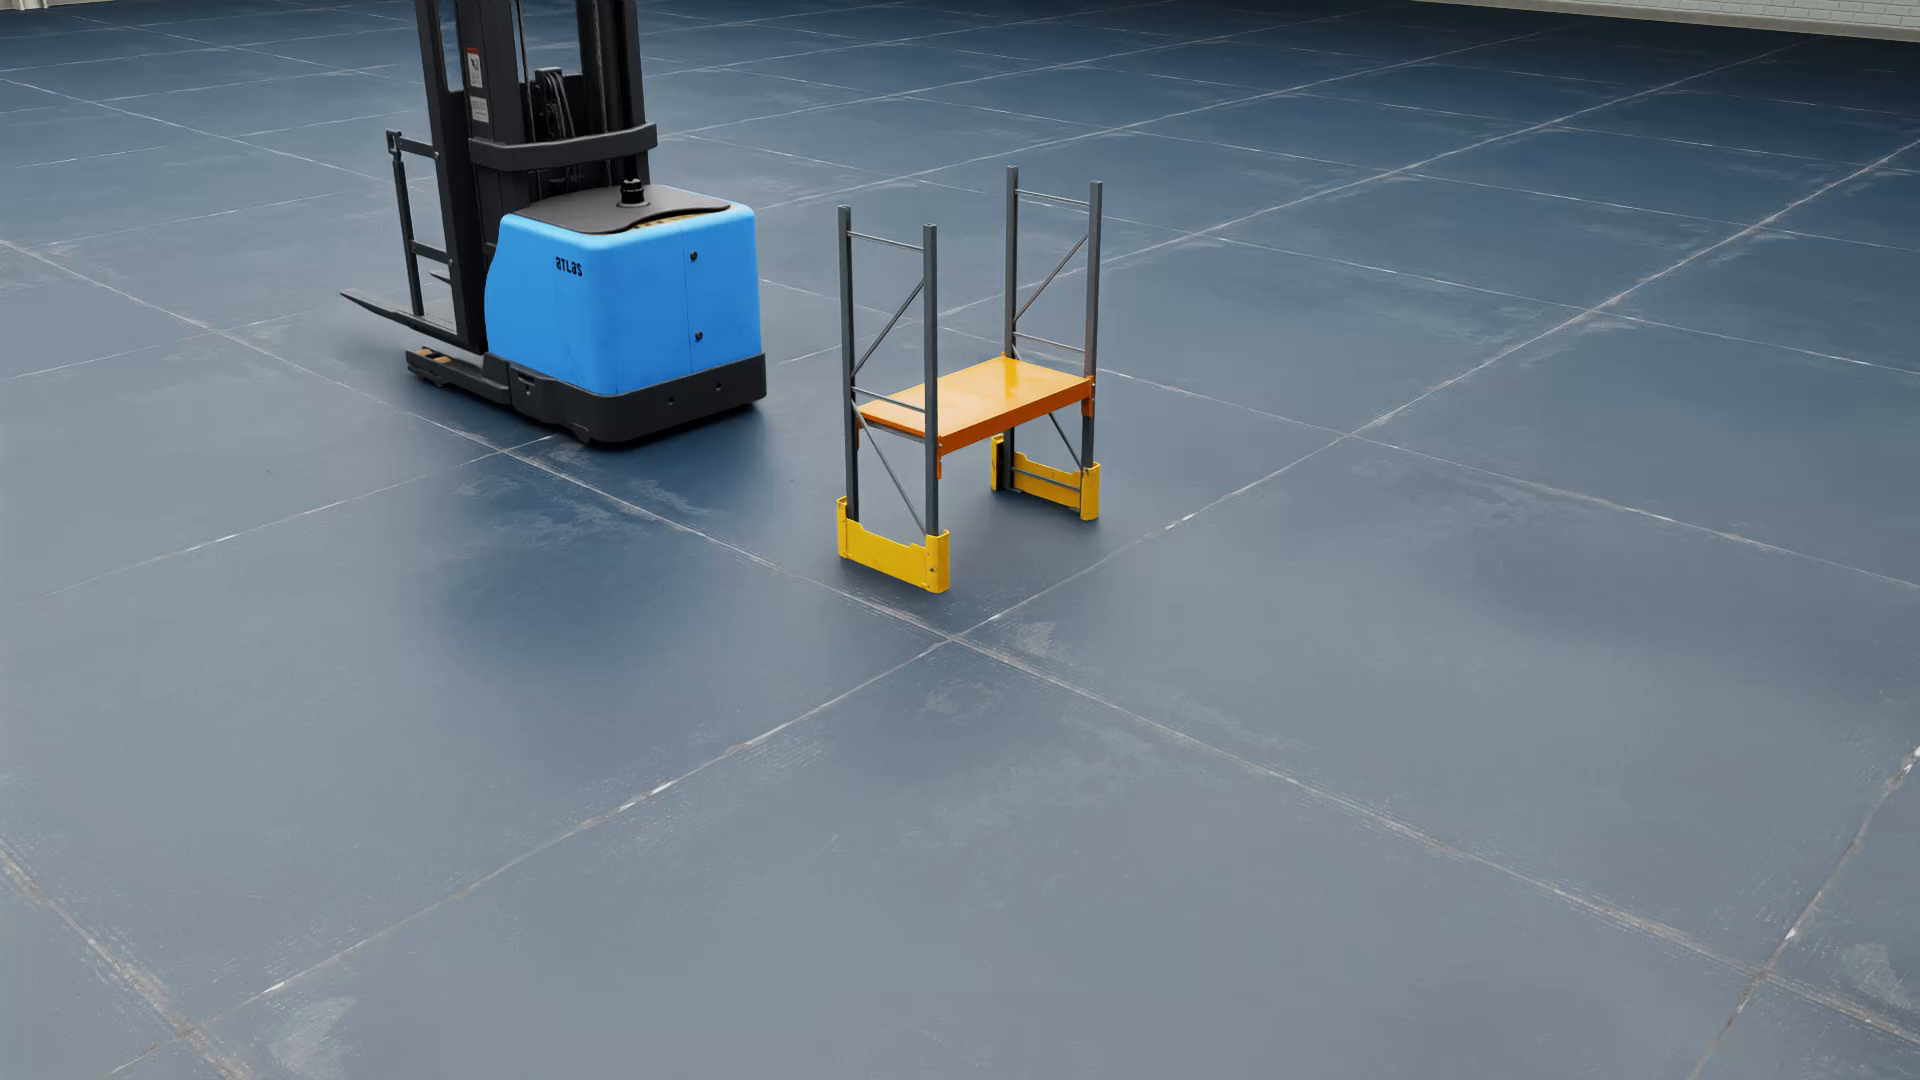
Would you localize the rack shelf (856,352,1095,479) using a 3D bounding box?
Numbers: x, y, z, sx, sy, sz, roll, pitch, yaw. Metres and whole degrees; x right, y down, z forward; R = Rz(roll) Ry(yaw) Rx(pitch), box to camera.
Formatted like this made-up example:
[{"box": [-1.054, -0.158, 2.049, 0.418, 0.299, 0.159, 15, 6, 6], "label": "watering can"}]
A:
[{"box": [0.057, -0.546, 7.075, 0.538, 0.185, 1.000, 20, 31, 38], "label": "rack shelf"}]

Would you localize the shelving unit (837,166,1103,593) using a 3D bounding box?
[{"box": [0.051, -0.708, 6.995, 0.587, 1.500, 1.083, 20, 31, 38], "label": "shelving unit"}]

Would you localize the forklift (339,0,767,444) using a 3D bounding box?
[{"box": [-2.433, -2.312, 8.824, 3.031, 2.935, 1.130, 21, 32, 39], "label": "forklift"}]

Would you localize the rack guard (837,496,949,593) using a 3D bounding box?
[{"box": [-0.281, 0.014, 6.912, 0.587, 0.250, 0.087, 20, 31, 38], "label": "rack guard"}]

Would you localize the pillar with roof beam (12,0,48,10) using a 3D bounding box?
[{"box": [-10.928, -11.017, 20.822, 9.100, 9.000, 0.400, 20, 31, 38], "label": "pillar with roof beam"}]

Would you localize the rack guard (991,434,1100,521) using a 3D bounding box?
[{"box": [0.383, -0.289, 7.589, 0.587, 0.250, 0.087, 20, 31, 38], "label": "rack guard"}]

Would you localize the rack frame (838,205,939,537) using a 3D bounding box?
[{"box": [-0.282, -0.555, 6.656, 0.500, 1.500, 0.032, 20, 31, 38], "label": "rack frame"}]

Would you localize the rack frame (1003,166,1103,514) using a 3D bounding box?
[{"box": [0.396, -0.865, 7.347, 0.500, 1.500, 0.032, 20, 31, 38], "label": "rack frame"}]
